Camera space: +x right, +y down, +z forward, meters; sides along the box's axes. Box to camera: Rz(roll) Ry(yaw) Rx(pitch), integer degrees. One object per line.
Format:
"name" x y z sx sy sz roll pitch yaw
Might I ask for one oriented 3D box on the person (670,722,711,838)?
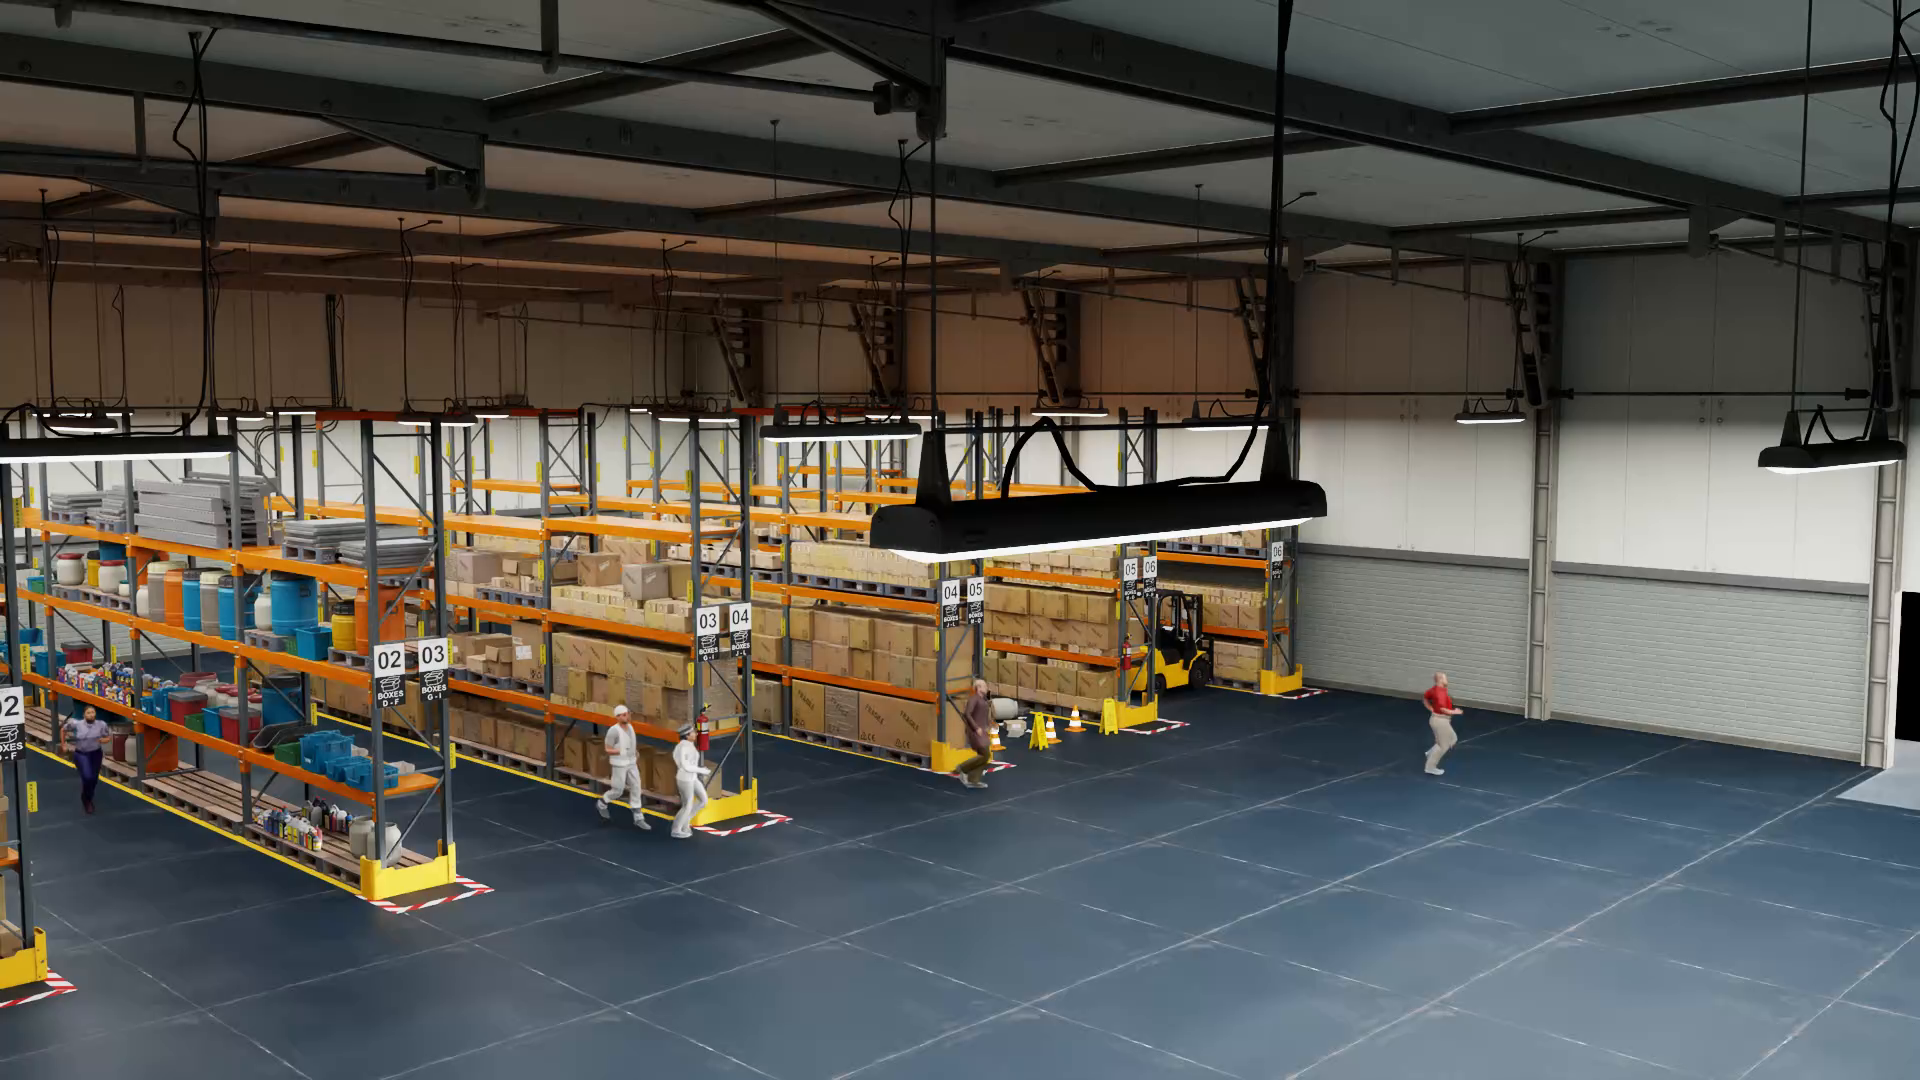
"person" -3.823 3.404 23.593 0.597 1.663 0.618 0 5 -2

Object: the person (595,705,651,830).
"person" -4.909 3.283 24.191 0.999 1.791 0.657 3 6 33

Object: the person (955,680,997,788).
"person" 0.278 3.108 26.783 0.625 1.721 0.727 1 5 13

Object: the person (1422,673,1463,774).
"person" 8.034 3.038 27.627 0.607 1.688 0.651 0 5 4

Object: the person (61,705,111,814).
"person" -13.158 3.297 25.087 0.630 1.644 0.795 -4 7 -41
